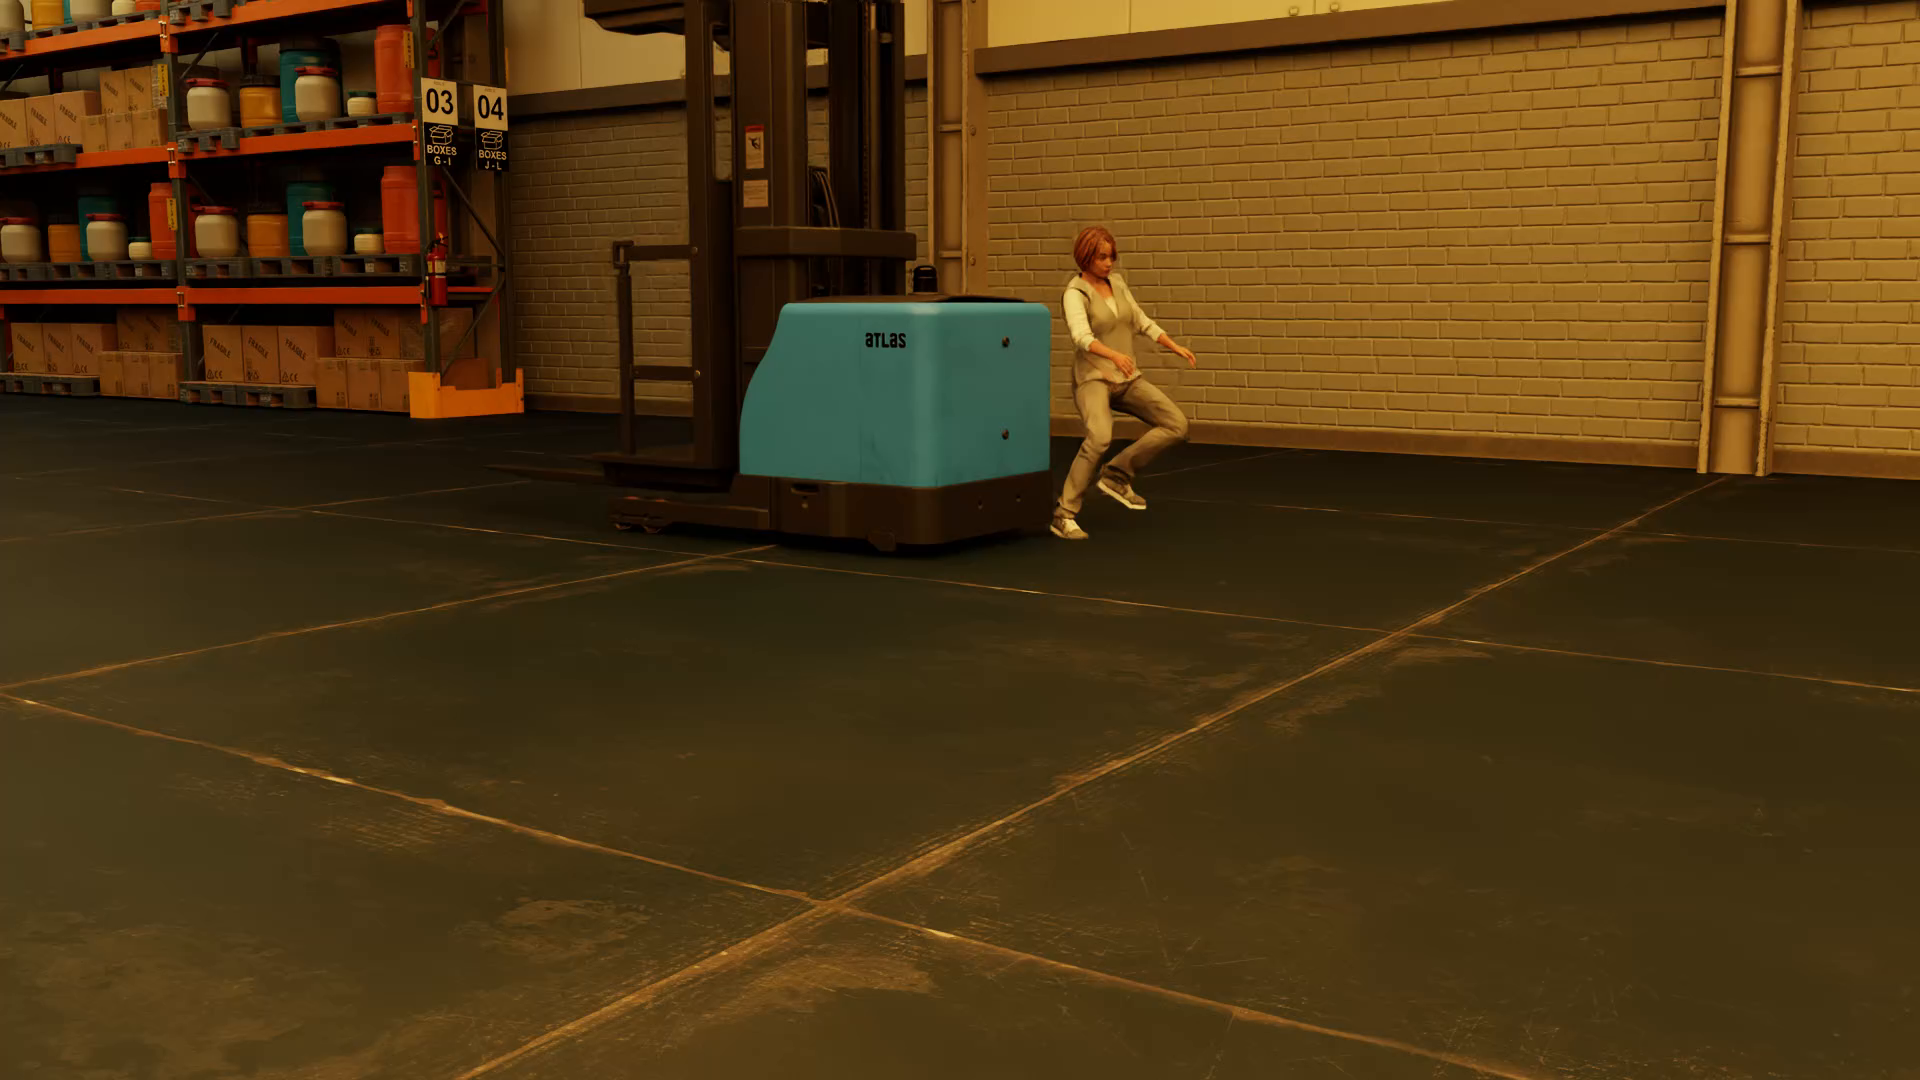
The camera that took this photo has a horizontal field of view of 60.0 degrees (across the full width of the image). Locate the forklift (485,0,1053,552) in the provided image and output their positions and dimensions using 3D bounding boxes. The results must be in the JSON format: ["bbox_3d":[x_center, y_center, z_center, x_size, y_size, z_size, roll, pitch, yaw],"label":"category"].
[{"bbox_3d":[-1.070,-1.535,7.989,3.031,2.935,1.130,6,10,34],"label":"forklift"}]

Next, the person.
[{"bbox_3d":[0.765,-0.732,7.797,0.719,1.453,0.651,-6,10,-36],"label":"person"}]
